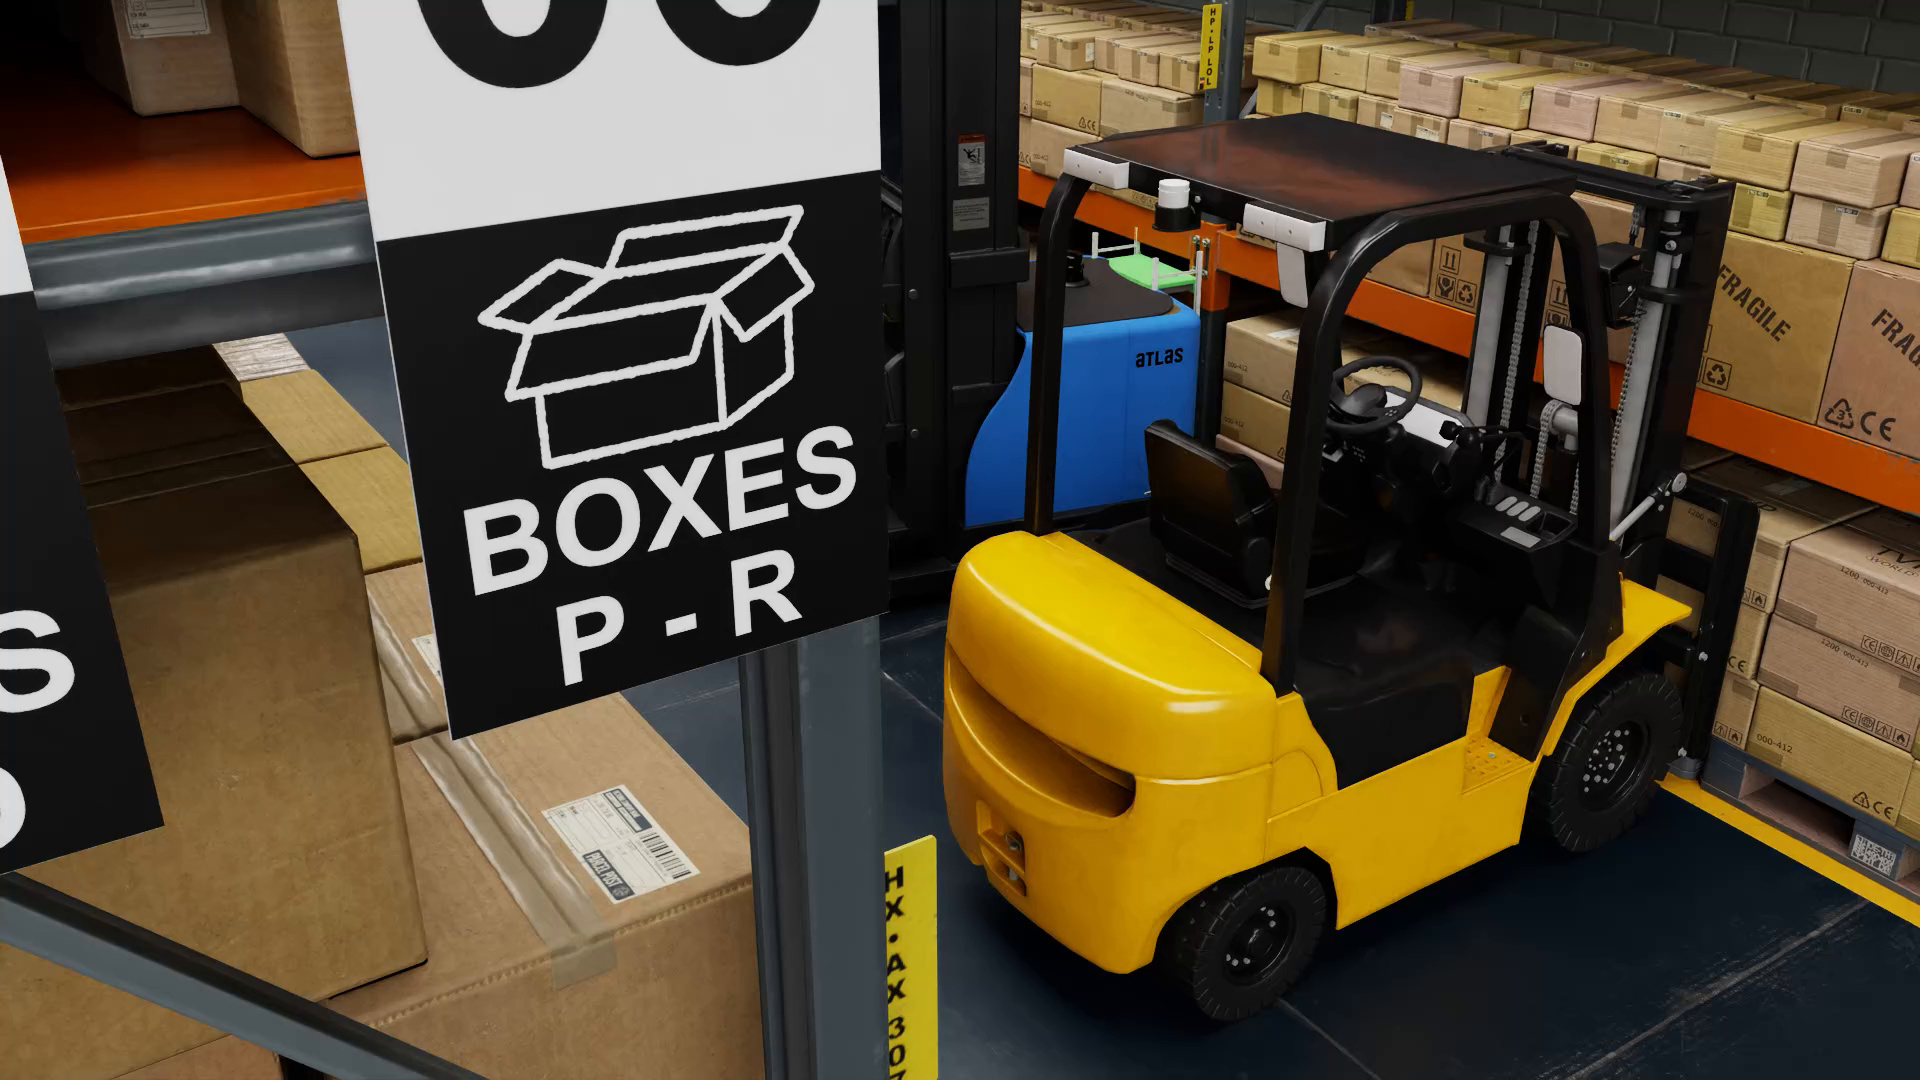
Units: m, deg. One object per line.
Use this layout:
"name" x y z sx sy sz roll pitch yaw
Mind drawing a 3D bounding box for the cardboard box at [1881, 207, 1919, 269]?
"cardboard box" 2.830 -0.860 4.680 0.380 0.149 0.250 -16 30 -30

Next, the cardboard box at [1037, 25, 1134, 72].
"cardboard box" 0.578 -2.270 7.669 0.380 0.149 0.250 -17 30 -31

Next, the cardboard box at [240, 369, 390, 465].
"cardboard box" -1.397 0.018 3.232 0.500 0.500 0.500 -16 30 -31

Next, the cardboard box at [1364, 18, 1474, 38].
"cardboard box" 1.879 -2.040 6.831 0.380 0.149 0.250 -15 29 -29

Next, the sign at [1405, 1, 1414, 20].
"sign" 1.915 -2.167 7.221 0.100 0.325 0.005 -16 29 -30

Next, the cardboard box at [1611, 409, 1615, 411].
"cardboard box" 2.436 -0.516 6.388 0.500 0.250 0.500 -15 29 -29

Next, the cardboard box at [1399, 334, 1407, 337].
"cardboard box" 1.882 -0.878 7.154 0.500 0.250 0.500 -15 29 -29

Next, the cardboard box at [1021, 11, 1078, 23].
"cardboard box" 0.356 -2.469 8.090 0.380 0.149 0.250 -15 29 -29

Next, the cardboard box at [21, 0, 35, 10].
"cardboard box" -1.069 -0.811 2.235 0.380 0.149 0.250 -17 30 -31

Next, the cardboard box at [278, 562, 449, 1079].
"cardboard box" -0.834 0.380 2.465 0.500 0.500 0.500 -15 29 -28

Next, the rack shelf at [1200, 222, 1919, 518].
"rack shelf" 2.543 -0.570 5.786 1.077 0.370 4.000 -16 29 -30

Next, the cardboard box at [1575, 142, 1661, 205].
"cardboard box" 2.232 -1.216 5.435 0.380 0.149 0.250 -16 30 -31

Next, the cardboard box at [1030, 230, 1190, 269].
"cardboard box" 0.740 -1.190 8.546 0.875 0.625 0.625 -16 30 -30

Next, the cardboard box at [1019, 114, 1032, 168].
"cardboard box" 0.432 -2.025 8.202 0.500 0.250 0.500 -15 29 -29

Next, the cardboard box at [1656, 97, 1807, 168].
"cardboard box" 2.420 -1.279 5.220 0.380 0.149 0.250 -15 29 -29

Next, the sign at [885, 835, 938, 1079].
"sign" -0.068 0.461 1.747 0.100 0.325 0.005 -16 29 -30

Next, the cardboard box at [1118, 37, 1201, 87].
"cardboard box" 0.923 -2.107 7.323 0.380 0.149 0.250 -16 30 -30

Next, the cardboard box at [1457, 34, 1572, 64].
"cardboard box" 2.137 -1.849 6.427 0.380 0.149 0.250 -16 30 -30

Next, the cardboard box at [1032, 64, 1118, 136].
"cardboard box" 0.682 -2.067 7.705 0.500 0.250 0.500 -16 30 -31

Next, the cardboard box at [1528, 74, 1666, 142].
"cardboard box" 2.146 -1.458 5.599 0.380 0.149 0.250 -16 29 -30

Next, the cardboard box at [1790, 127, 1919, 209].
"cardboard box" 2.628 -1.074 4.785 0.380 0.149 0.250 -15 29 -28

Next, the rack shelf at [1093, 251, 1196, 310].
"rack shelf" 0.802 -1.112 7.213 0.258 0.148 0.480 -12 27 -24

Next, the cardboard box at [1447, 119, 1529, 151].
"cardboard box" 1.928 -1.395 5.814 0.380 0.149 0.250 -16 30 -30

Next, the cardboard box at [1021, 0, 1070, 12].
"cardboard box" 0.469 -2.766 8.718 0.380 0.149 0.250 -15 29 -28

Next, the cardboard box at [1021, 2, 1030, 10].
"cardboard box" 0.131 -2.667 8.509 0.380 0.149 0.250 -16 29 -30

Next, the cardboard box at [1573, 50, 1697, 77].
"cardboard box" 2.450 -1.676 6.062 0.380 0.149 0.250 -16 30 -30

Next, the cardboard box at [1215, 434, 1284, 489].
"cardboard box" 1.438 -0.307 7.115 0.500 0.250 0.500 -15 29 -29

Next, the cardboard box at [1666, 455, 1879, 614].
"cardboard box" 2.555 -0.030 5.357 0.500 0.250 0.500 -15 29 -29

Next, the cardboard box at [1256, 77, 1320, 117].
"cardboard box" 1.405 -1.774 6.616 0.380 0.149 0.250 -16 30 -30

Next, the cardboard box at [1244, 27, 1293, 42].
"cardboard box" 1.337 -2.233 7.589 0.380 0.149 0.250 -17 30 -31

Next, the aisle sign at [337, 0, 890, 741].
"aisle sign" -0.228 -0.247 1.215 0.394 0.787 0.004 -16 29 -30

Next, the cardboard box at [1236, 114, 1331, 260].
"cardboard box" 1.475 -1.436 6.661 0.500 0.500 0.500 -16 30 -31

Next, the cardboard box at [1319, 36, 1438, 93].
"cardboard box" 1.610 -1.832 6.391 0.380 0.149 0.250 -15 29 -29

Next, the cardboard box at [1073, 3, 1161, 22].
"cardboard box" 0.787 -2.593 8.352 0.380 0.149 0.250 -16 30 -30

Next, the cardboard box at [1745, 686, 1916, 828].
"cardboard box" 2.850 0.599 5.196 0.500 0.250 0.500 -16 29 -30

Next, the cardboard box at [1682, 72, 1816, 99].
"cardboard box" 2.663 -1.476 5.638 0.380 0.149 0.250 -15 29 -28

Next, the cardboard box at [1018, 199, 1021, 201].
"cardboard box" -0.040 -1.699 9.625 0.875 0.625 0.625 -14 29 -28

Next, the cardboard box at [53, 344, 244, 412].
"cardboard box" -1.254 0.032 2.032 0.700 0.500 0.500 -15 29 -29

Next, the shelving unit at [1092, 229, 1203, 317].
"shelving unit" 0.806 -0.733 7.386 0.258 1.200 0.503 -12 27 -24

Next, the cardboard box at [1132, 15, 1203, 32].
"cardboard box" 1.044 -2.409 7.962 0.380 0.149 0.250 -16 30 -30

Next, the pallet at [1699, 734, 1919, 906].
"pallet" 3.182 0.818 5.271 1.003 0.211 1.213 -16 29 -30

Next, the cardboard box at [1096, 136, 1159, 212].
"cardboard box" 0.957 -1.662 7.432 0.500 0.250 0.500 -15 29 -28

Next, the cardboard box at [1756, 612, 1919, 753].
"cardboard box" 2.842 0.365 5.107 0.500 0.250 0.500 -16 30 -30

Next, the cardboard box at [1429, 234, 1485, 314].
"cardboard box" 2.050 -1.073 5.891 0.500 0.500 0.500 -16 30 -30

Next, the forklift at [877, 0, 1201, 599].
"forklift" -0.584 -1.230 6.422 3.031 2.935 1.130 -9 27 -19

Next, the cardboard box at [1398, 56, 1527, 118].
"cardboard box" 1.796 -1.623 5.948 0.380 0.149 0.250 -15 29 -28

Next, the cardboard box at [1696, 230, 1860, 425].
"cardboard box" 2.591 -0.711 5.124 0.500 0.500 0.500 -16 30 -31

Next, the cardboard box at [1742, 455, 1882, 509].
"cardboard box" 2.991 -0.153 5.619 0.500 0.250 0.500 -16 30 -30

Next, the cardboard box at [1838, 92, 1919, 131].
"cardboard box" 3.012 -1.312 5.291 0.380 0.149 0.250 -16 30 -31

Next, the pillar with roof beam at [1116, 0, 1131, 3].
"pillar with roof beam" -2.873 -4.494 6.229 9.100 9.000 0.400 -16 29 -30

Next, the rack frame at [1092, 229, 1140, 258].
"rack frame" 0.697 -0.823 7.585 0.240 1.200 0.015 -12 27 -24

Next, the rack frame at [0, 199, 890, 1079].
"rack frame" -0.519 0.978 1.665 0.949 2.616 0.053 -16 29 -30

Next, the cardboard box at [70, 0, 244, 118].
"cardboard box" -0.649 -0.532 1.643 0.380 0.149 0.250 -17 30 -31

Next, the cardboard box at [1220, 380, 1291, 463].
"cardboard box" 1.457 -0.538 7.019 0.500 0.250 0.500 -16 29 -30

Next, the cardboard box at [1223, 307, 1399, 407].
"cardboard box" 1.452 -0.763 6.910 0.500 0.250 0.500 -16 30 -30

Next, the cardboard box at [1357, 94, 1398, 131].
"cardboard box" 1.713 -1.595 6.237 0.380 0.149 0.250 -16 29 -30

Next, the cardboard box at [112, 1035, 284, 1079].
"cardboard box" -1.049 0.669 1.854 0.500 0.500 0.500 -16 30 -30

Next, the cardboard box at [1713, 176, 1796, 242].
"cardboard box" 2.490 -1.030 5.041 0.380 0.149 0.250 -15 29 -29

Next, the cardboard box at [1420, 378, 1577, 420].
"cardboard box" 2.004 -0.402 6.146 0.500 0.250 0.500 -14 29 -28
